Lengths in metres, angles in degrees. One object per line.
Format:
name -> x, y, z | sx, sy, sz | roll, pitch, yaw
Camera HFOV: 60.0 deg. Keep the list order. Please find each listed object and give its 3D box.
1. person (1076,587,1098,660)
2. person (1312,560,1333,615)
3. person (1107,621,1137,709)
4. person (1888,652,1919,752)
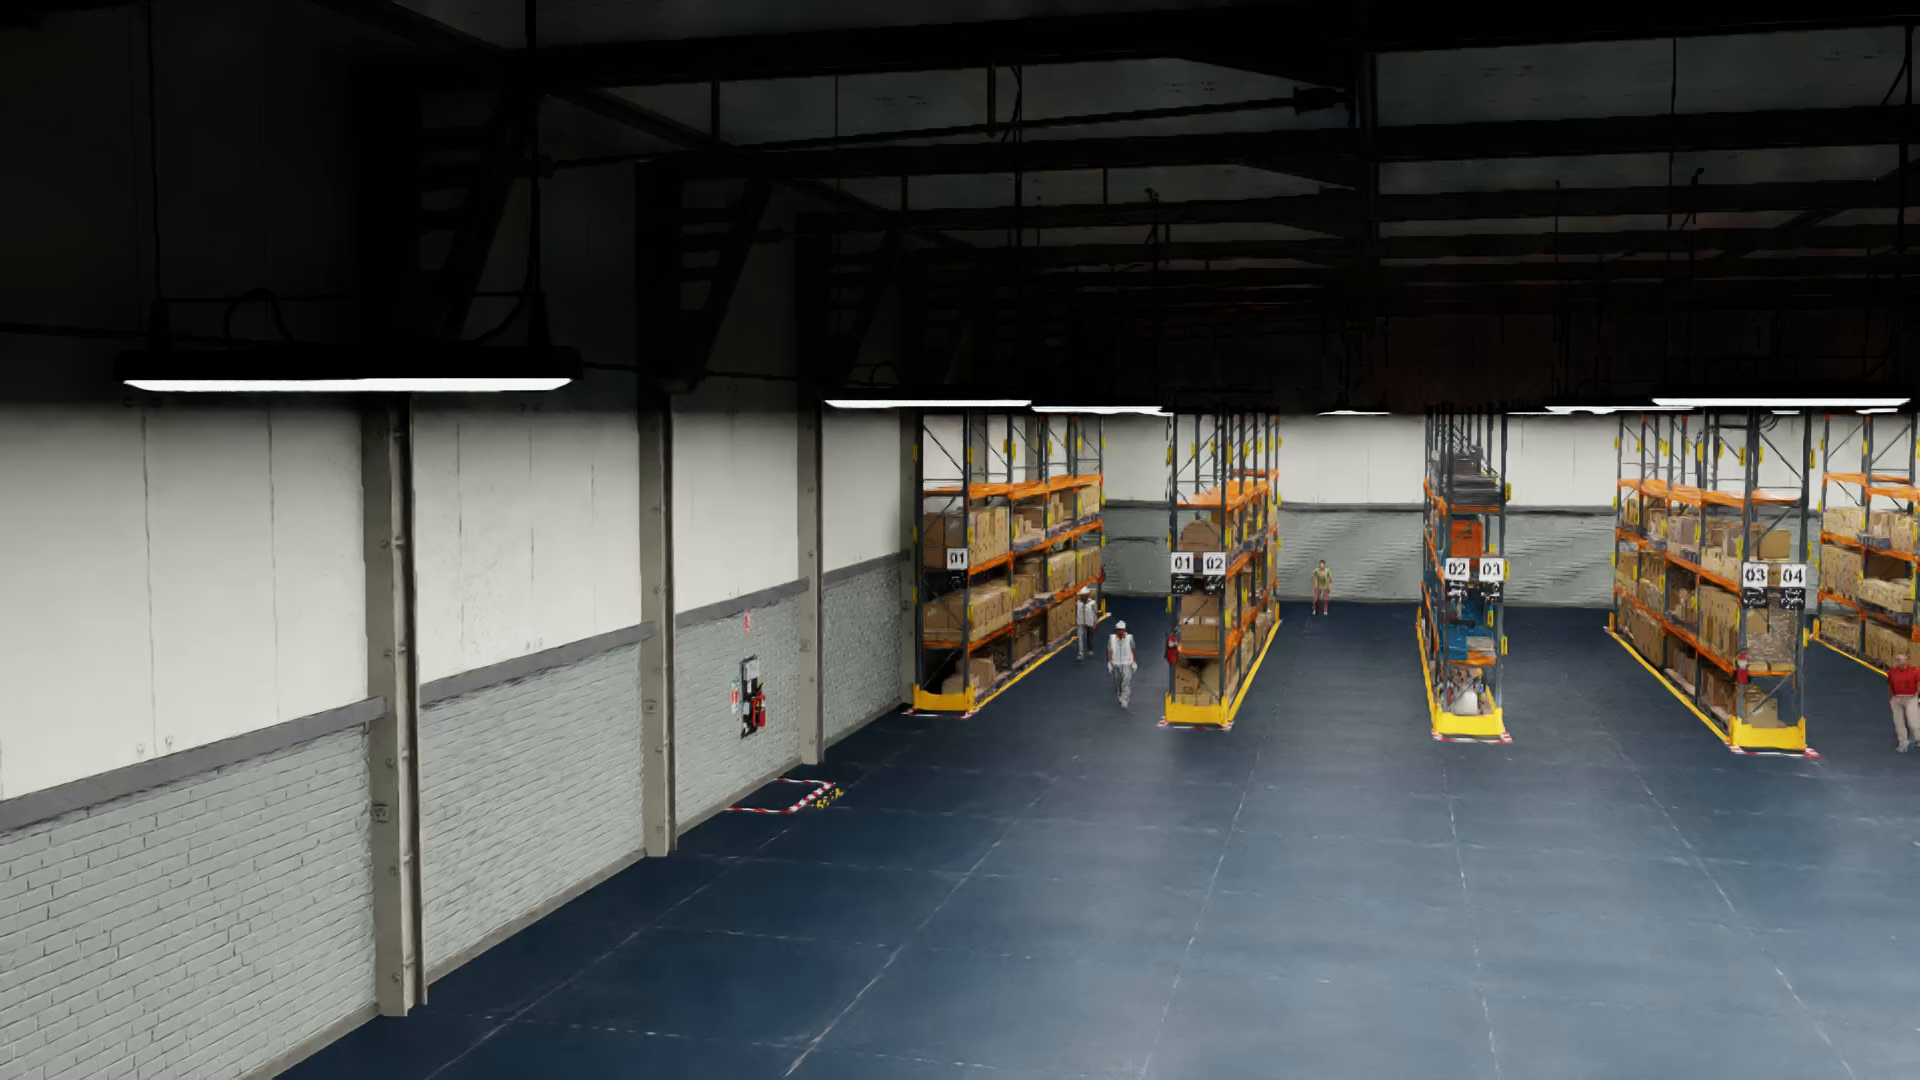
person -> 2.992, 1.960, 39.307 | 0.553, 1.725, 1.030 | 1, 4, 13
person -> 10.477, 1.368, 48.139 | 0.598, 1.619, 0.507 | 1, 4, 12
person -> 3.171, 2.430, 32.801 | 0.568, 1.703, 1.106 | 1, 4, 17
person -> 16.235, 2.764, 28.493 | 0.550, 1.716, 0.601 | -3, 5, -38
